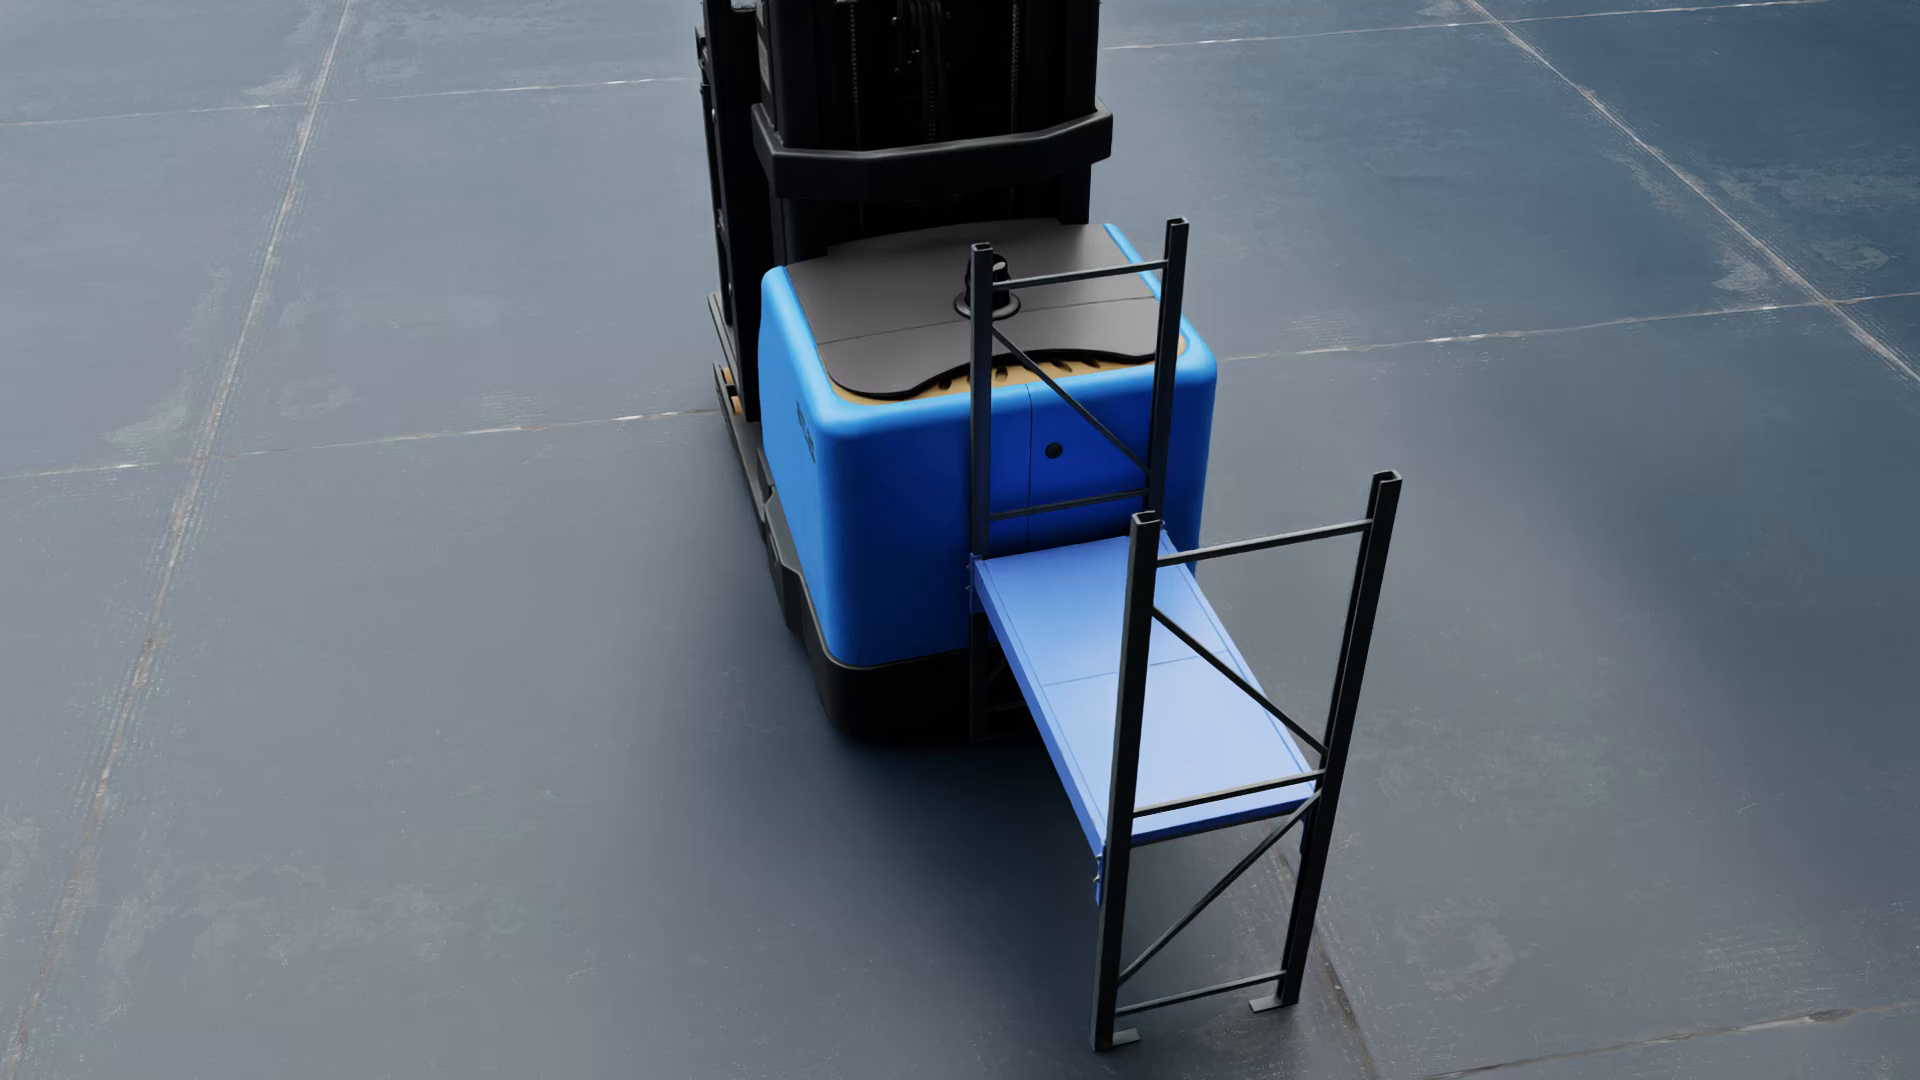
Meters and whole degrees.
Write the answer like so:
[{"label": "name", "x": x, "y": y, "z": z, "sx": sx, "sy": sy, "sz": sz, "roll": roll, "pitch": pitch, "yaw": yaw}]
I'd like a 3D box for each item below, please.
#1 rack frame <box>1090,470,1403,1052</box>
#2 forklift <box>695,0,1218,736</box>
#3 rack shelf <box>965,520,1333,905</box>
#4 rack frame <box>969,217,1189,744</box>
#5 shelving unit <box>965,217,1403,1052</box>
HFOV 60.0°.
[{"label": "rack frame", "x": 0.540, "y": 0.516, "z": 3.364, "sx": 0.500, "sy": 1.500, "sz": 0.032, "roll": -10, "pitch": 39, "yaw": -12}, {"label": "forklift", "x": -0.229, "y": -1.541, "z": 4.844, "sx": 1.130, "sy": 2.935, "sz": 3.031, "roll": -10, "pitch": 39, "yaw": -12}, {"label": "rack shelf", "x": 0.404, "y": 0.357, "z": 3.861, "sx": 0.538, "sy": 0.185, "sz": 1.000, "roll": -10, "pitch": 39, "yaw": -12}, {"label": "rack frame", "x": 0.268, "y": -0.085, "z": 4.137, "sx": 0.500, "sy": 1.500, "sz": 0.032, "roll": -10, "pitch": 39, "yaw": -12}, {"label": "shelving unit", "x": 0.404, "y": 0.215, "z": 3.750, "sx": 0.538, "sy": 1.500, "sz": 1.048, "roll": -10, "pitch": 39, "yaw": -12}]
